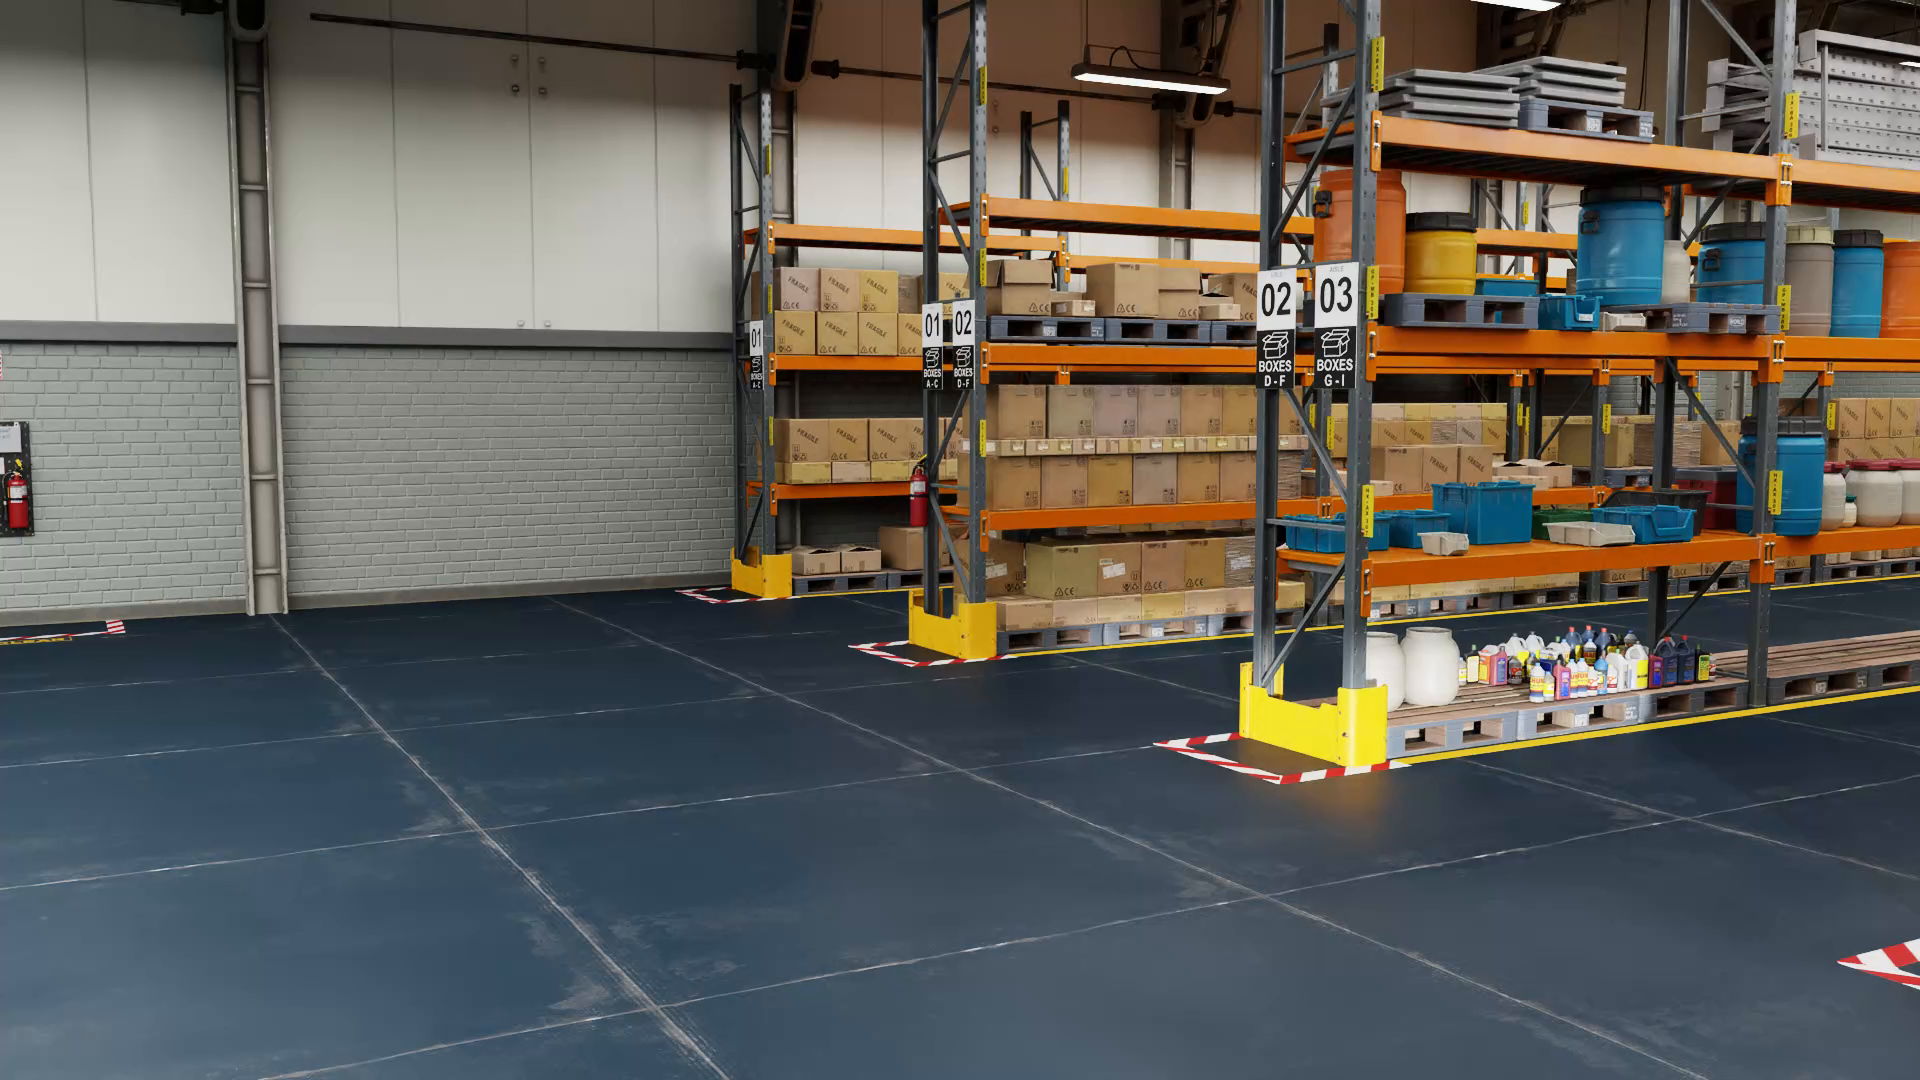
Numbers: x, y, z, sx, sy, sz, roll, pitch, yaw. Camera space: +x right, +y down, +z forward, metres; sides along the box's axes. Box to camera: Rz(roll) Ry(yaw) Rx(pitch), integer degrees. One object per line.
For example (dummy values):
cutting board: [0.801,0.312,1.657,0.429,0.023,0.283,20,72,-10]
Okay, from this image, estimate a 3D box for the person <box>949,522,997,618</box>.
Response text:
person: [0.115,0.018,17.239,0.491,1.671,0.493,-3,6,-31]
